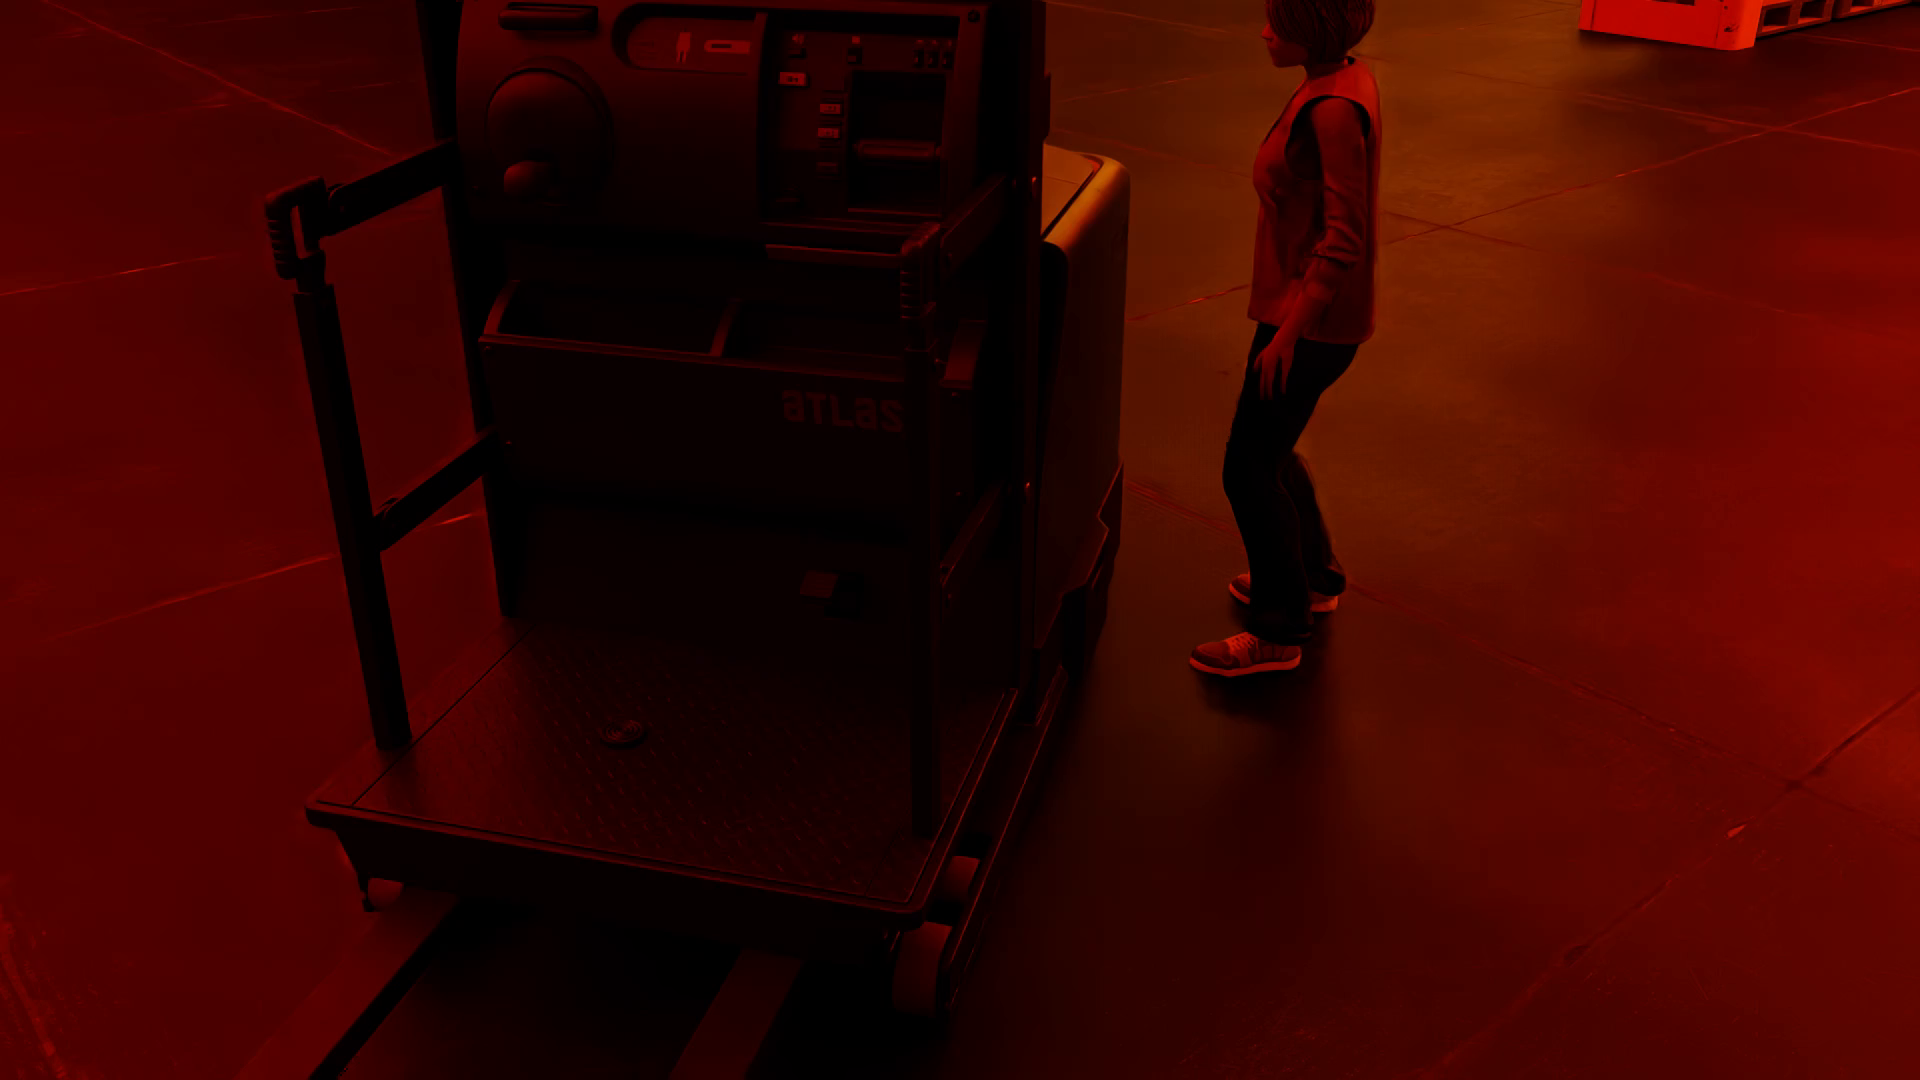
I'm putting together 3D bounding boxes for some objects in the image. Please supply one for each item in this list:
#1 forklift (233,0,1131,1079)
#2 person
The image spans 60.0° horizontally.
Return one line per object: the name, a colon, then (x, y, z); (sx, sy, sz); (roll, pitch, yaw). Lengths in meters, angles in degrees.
forklift: (-0.464, -0.687, 2.587); (1.130, 2.935, 3.031); (7, 27, 14)
person: (0.759, -0.495, 3.740); (0.354, 1.567, 0.653); (5, 27, 10)
